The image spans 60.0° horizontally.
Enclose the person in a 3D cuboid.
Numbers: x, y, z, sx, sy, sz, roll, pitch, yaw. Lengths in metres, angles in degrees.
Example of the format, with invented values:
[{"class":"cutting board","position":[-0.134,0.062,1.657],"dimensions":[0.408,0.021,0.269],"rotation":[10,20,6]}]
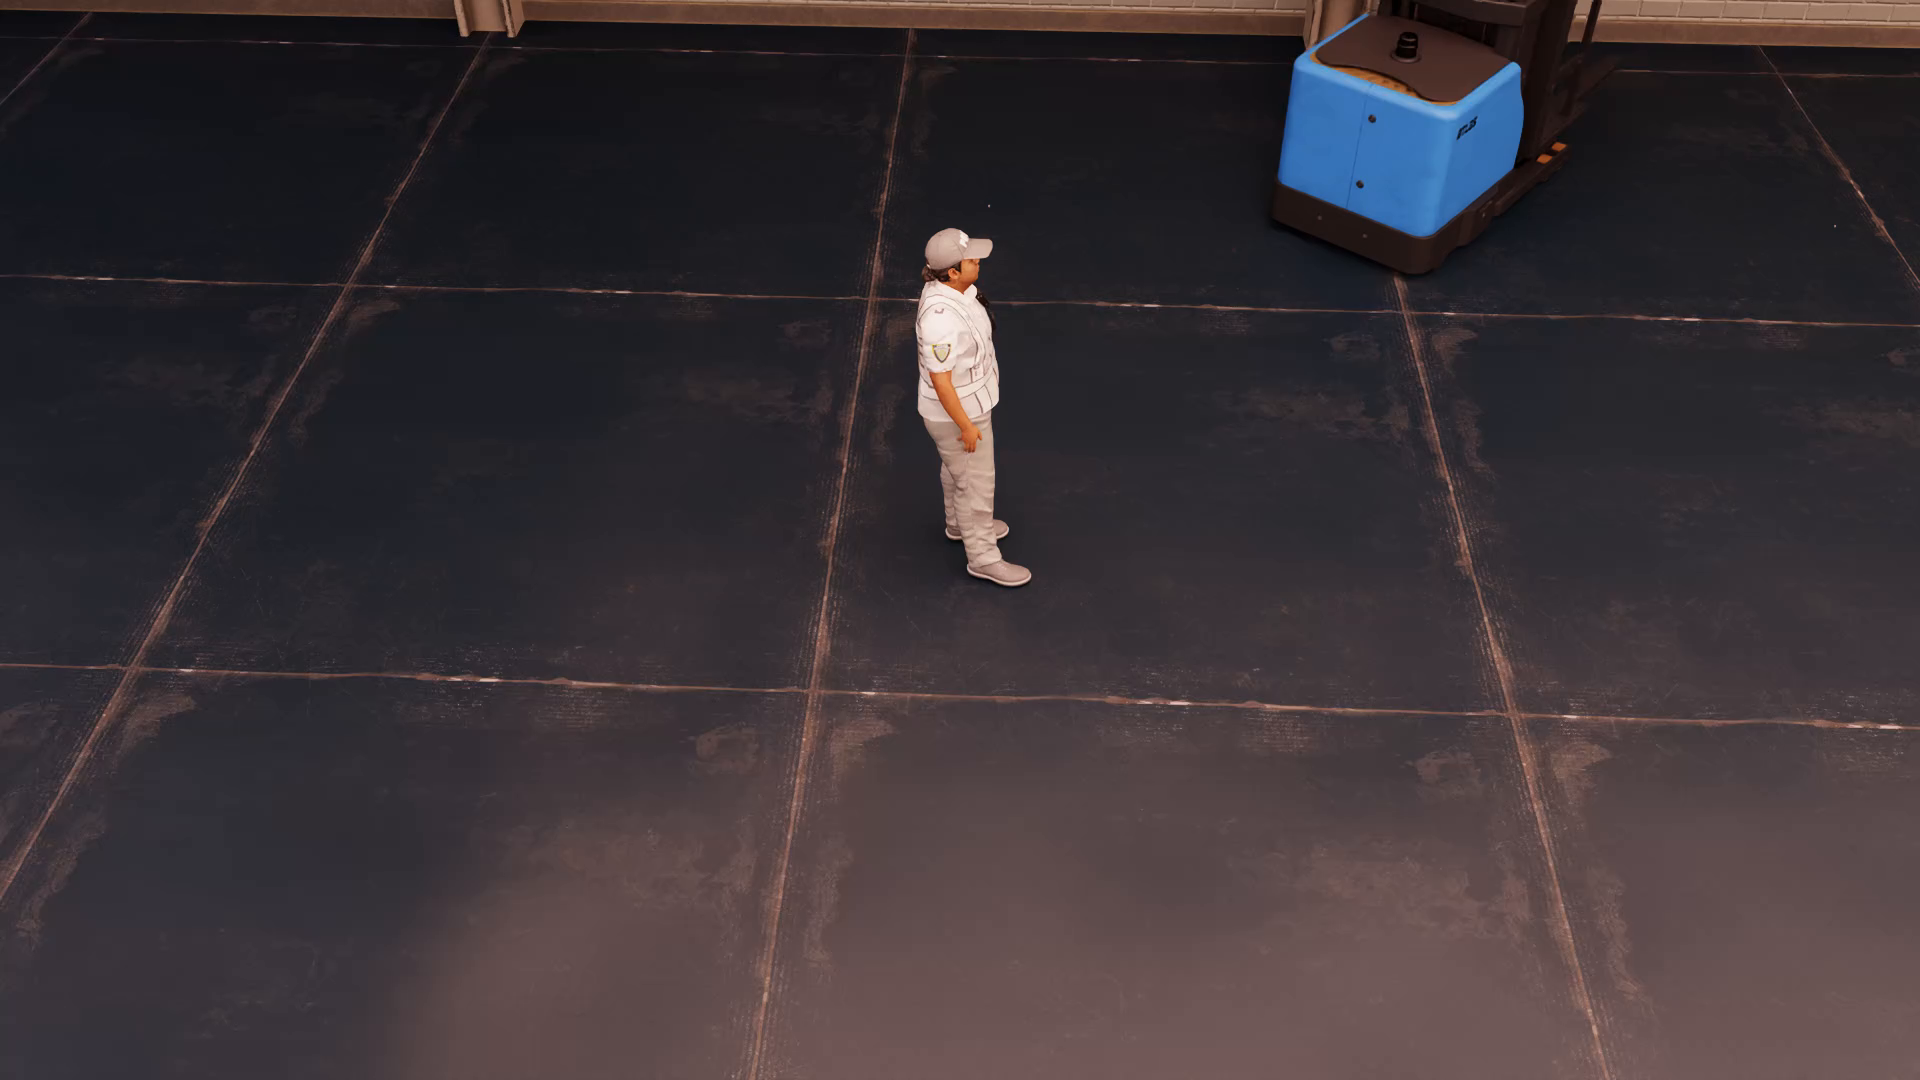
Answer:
[{"class":"person","position":[0.075,-0.604,7.330],"dimensions":[0.529,1.670,0.599],"rotation":[2,42,2]}]

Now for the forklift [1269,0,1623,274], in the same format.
[{"class":"forklift","position":[3.192,-3.515,9.593],"dimensions":[1.130,2.935,3.031],"rotation":[30,50,29]}]
